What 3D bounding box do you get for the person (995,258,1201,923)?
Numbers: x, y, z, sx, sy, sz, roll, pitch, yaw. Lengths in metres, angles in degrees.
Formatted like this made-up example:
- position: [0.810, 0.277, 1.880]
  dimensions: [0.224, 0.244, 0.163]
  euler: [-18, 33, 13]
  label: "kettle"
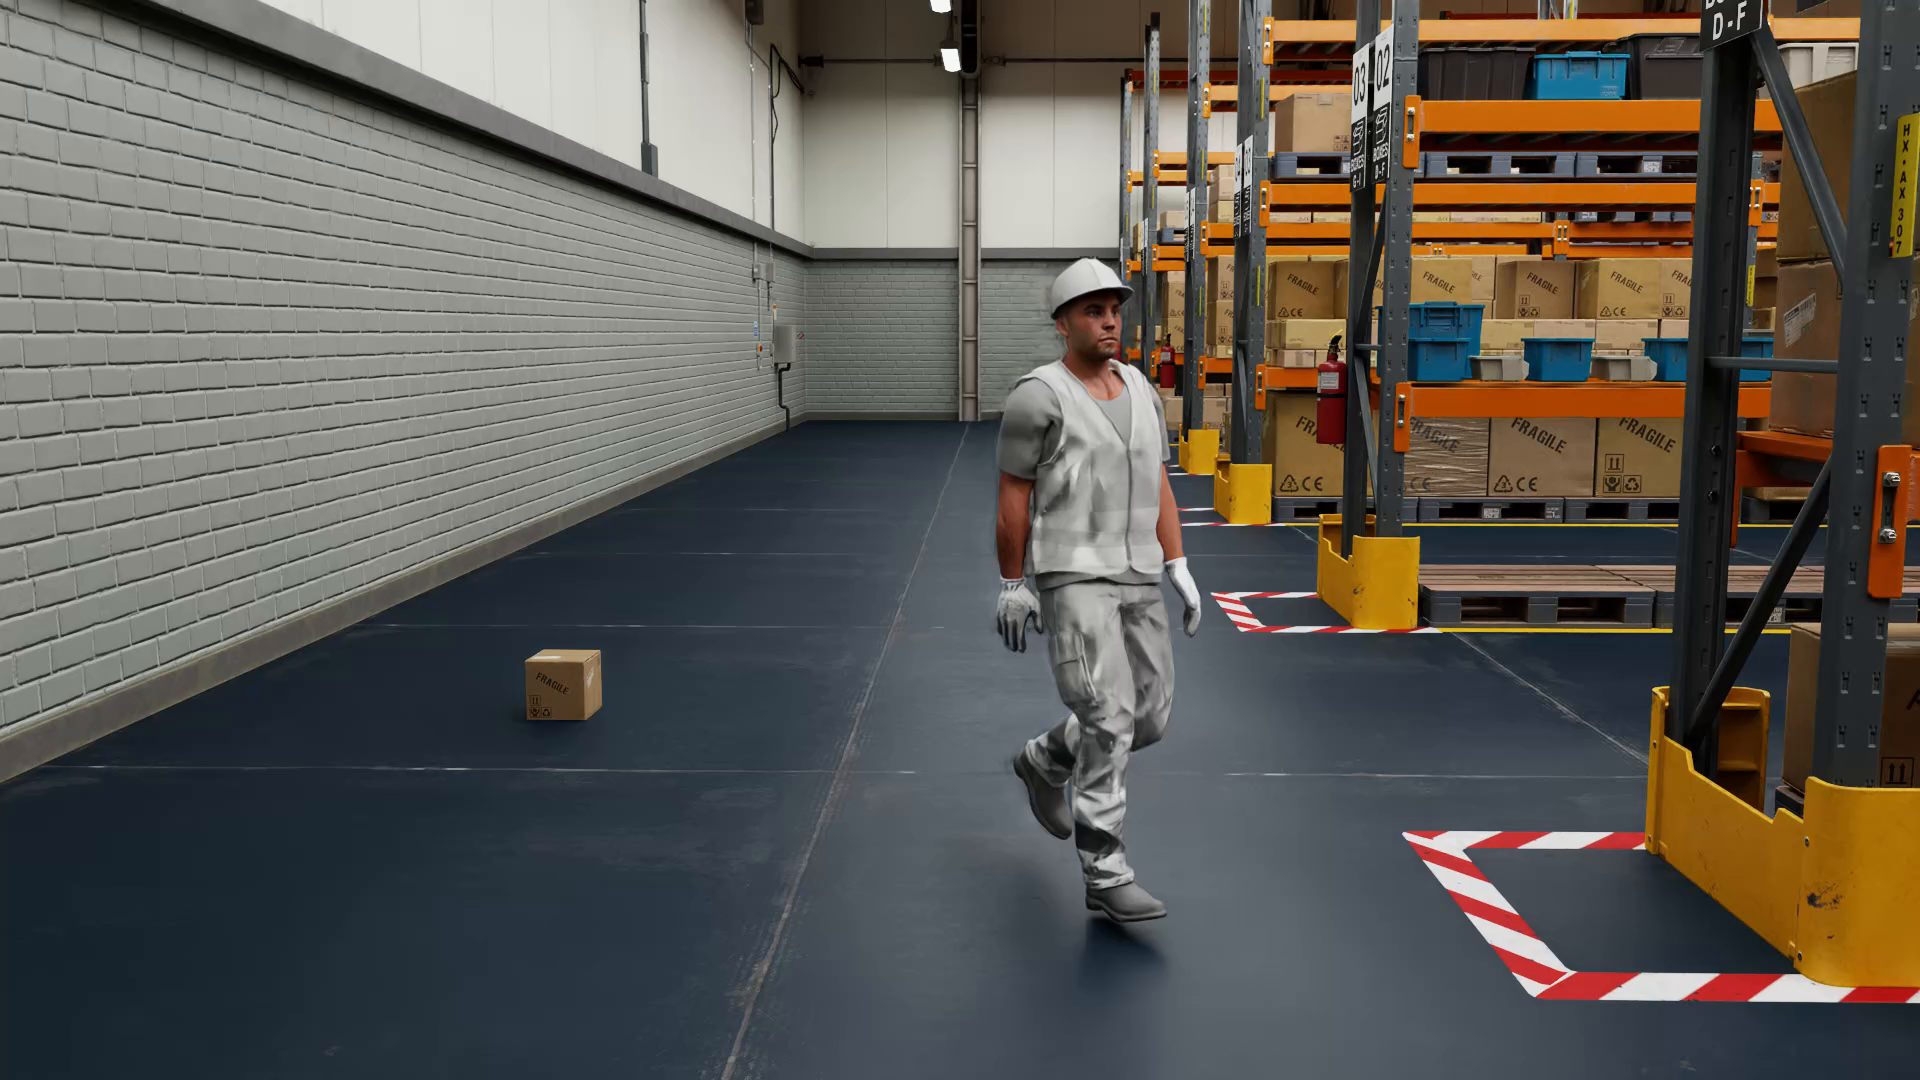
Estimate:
- position: [0.355, 0.113, 4.626]
  dimensions: [0.548, 1.767, 0.798]
  euler: [-5, 9, -37]
  label: "person"
